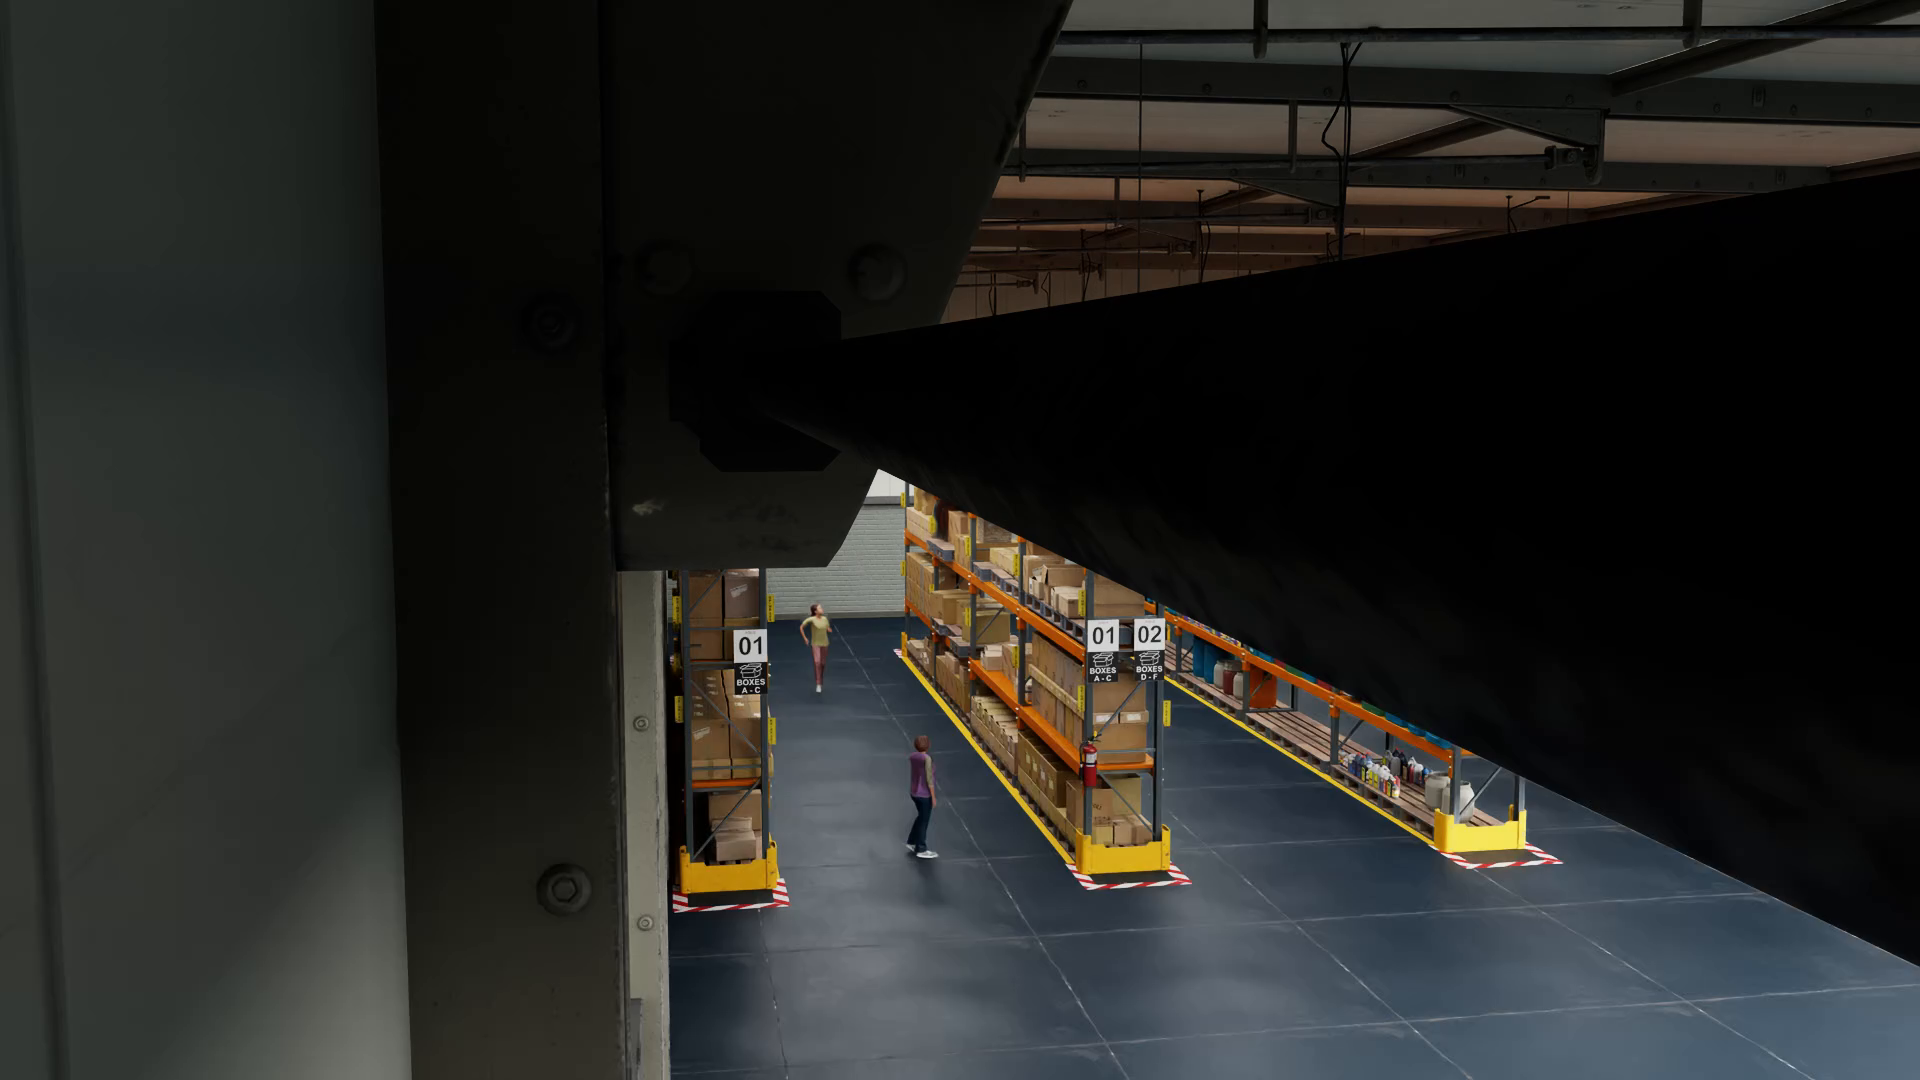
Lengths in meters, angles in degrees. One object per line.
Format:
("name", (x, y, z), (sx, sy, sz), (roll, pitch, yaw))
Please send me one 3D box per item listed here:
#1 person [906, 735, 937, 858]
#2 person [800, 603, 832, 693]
("person", (-0.487, 3.322, 21.529), (0.321, 1.622, 0.514), (-3, 7, -30))
("person", (-2.760, 2.044, 31.957), (0.624, 1.620, 0.997), (-1, 6, -12))
